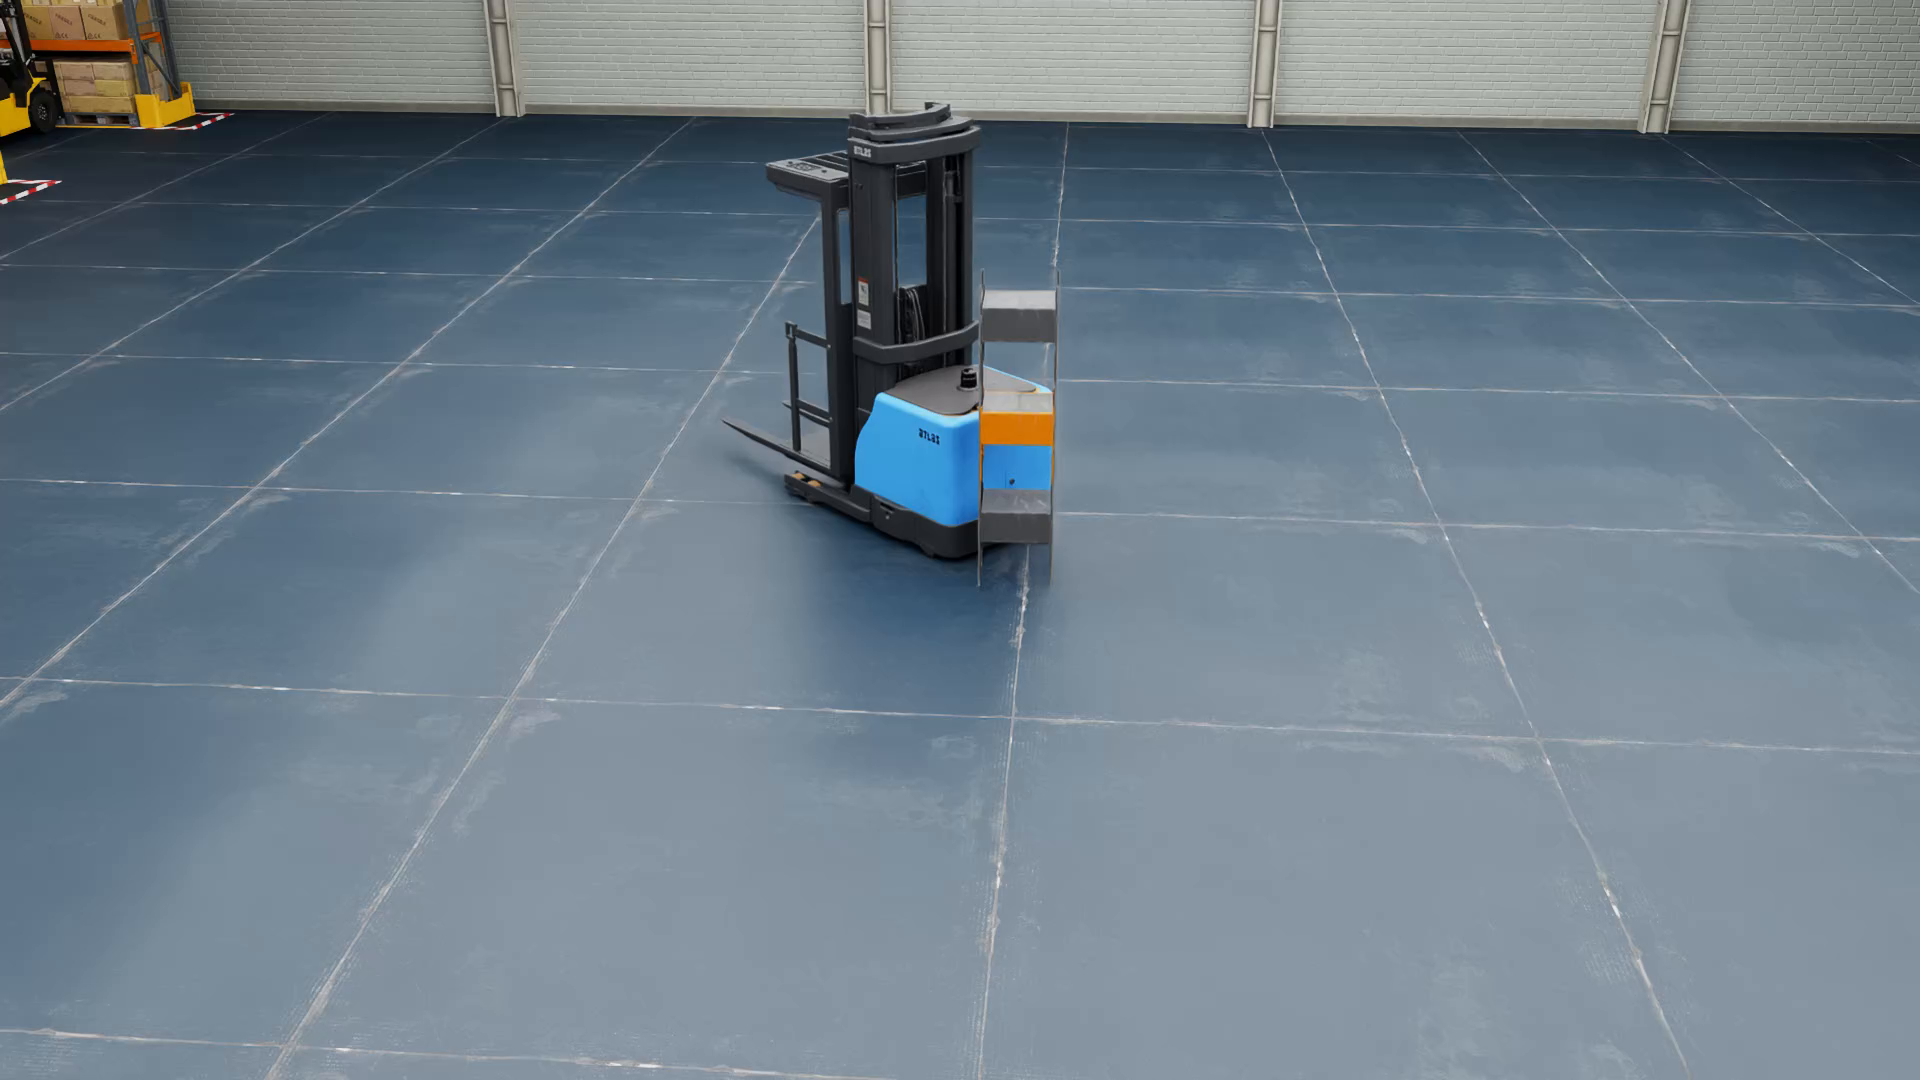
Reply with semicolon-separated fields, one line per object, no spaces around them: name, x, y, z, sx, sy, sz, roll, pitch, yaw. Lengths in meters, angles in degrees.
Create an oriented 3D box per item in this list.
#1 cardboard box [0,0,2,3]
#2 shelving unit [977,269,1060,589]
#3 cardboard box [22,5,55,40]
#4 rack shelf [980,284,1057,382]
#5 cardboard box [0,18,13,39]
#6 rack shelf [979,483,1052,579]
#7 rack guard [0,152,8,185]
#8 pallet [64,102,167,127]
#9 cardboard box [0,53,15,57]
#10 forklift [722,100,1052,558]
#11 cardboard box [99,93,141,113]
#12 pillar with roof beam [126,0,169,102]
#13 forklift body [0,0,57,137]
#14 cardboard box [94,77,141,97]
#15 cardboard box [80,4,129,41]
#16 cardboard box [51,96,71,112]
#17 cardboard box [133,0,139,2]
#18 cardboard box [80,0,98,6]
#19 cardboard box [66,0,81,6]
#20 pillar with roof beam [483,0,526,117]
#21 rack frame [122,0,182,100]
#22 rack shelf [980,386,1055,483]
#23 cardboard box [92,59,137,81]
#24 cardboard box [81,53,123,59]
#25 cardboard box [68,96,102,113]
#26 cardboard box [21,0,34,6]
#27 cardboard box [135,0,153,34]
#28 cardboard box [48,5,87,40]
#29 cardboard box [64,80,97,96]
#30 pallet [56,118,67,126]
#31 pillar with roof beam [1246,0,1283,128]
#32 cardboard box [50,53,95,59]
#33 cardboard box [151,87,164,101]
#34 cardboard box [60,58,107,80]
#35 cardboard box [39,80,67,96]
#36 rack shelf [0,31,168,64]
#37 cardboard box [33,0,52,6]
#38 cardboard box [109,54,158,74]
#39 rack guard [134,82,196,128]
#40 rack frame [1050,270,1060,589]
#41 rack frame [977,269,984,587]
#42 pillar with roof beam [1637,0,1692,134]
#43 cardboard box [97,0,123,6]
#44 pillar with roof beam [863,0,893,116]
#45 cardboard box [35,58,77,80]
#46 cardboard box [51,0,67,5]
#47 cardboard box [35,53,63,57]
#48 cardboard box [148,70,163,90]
cardboard box;-14.771;-8.331;25.582;0.250;0.149;0.380;1;25;3
shelving unit;0.380;-0.712;10.996;0.503;2.100;0.431;1;25;3
cardboard box;-14.159;-8.029;25.702;0.500;0.500;0.500;1;25;3
rack shelf;0.380;-1.335;10.709;0.480;0.518;0.431;1;25;3
cardboard box;-14.661;-8.040;25.727;0.500;0.500;0.500;2;25;4
rack shelf;0.380;-0.063;11.294;0.480;0.518;0.431;1;25;3
rack guard;-13.073;-4.838;21.878;0.348;0.500;1.175;2;25;4
pallet;-13.386;-6.781;26.445;1.213;0.211;1.003;2;25;4
cardboard box;-15.094;-7.597;26.475;0.500;0.250;0.500;2;25;4
forklift;-0.687;-1.740;12.236;1.130;2.935;3.031;-21;32;-37
cardboard box;-13.113;-6.865;26.080;0.500;0.250;0.500;2;25;4
pillar with roof beam;-13.575;-9.369;21.558;0.400;9.000;9.100;2;25;4
forklift body;-14.651;-6.955;24.504;1.214;2.155;2.313;2;25;4
cardboard box;-13.130;-7.094;25.980;0.500;0.250;0.500;2;25;3
cardboard box;-13.131;-7.992;25.622;0.500;0.500;0.500;1;25;3
cardboard box;-14.106;-6.905;26.166;0.500;0.250;0.500;2;25;5
cardboard box;-12.939;-8.499;25.949;0.250;0.149;0.380;1;25;3
cardboard box;-13.245;-8.271;25.451;0.250;0.149;0.380;2;25;5
cardboard box;-13.499;-8.304;25.525;0.250;0.149;0.380;2;25;5
pillar with roof beam;-7.593;-9.177;21.141;0.400;9.000;9.100;2;25;4
rack frame;-12.621;-8.040;25.847;0.127;3.000;1.000;2;25;4
rack shelf;0.380;-0.699;11.001;0.480;0.518;0.431;1;25;3
cardboard box;-13.104;-7.321;25.874;0.500;0.250;0.500;3;25;6
cardboard box;-13.584;-7.545;26.361;0.500;0.250;0.500;2;25;4
cardboard box;-13.608;-6.885;26.123;0.500;0.250;0.500;2;25;4
cardboard box;-14.269;-8.306;25.528;0.250;0.149;0.380;2;25;4
cardboard box;-13.093;-8.217;26.112;0.500;0.500;0.500;3;25;6
cardboard box;-13.648;-8.013;25.667;0.500;0.500;0.500;3;25;6
cardboard box;-13.629;-7.115;26.025;0.500;0.250;0.500;2;25;3
pallet;-14.599;-6.821;26.532;1.213;0.211;1.003;2;25;4
pillar with roof beam;4.372;-8.793;20.306;0.400;9.000;9.100;2;25;4
cardboard box;-14.082;-7.565;26.405;0.500;0.250;0.500;2;25;4
cardboard box;-13.095;-7.079;26.545;0.500;0.250;0.500;2;25;4
cardboard box;-13.613;-7.335;25.904;0.500;0.250;0.500;2;25;5
cardboard box;-14.145;-7.123;26.041;0.500;0.250;0.500;1;25;3
rack shelf;-14.615;-7.778;26.136;4.000;0.370;1.077;2;25;4
cardboard box;-14.015;-8.306;25.528;0.250;0.149;0.380;1;25;2
cardboard box;-13.085;-7.531;26.330;0.500;0.250;0.500;1;25;3
rack guard;-12.597;-6.904;26.368;0.348;0.500;1.175;2;25;4
rack frame;0.624;-0.706;10.984;0.015;2.100;0.400;1;25;3
rack frame;0.137;-0.717;11.007;0.015;2.100;0.400;1;25;3
pillar with roof beam;10.354;-8.601;19.889;0.400;9.000;9.100;2;25;4
cardboard box;-12.988;-8.275;25.461;0.250;0.149;0.380;2;25;5
pillar with roof beam;-1.611;-8.985;20.724;0.400;9.000;9.100;2;25;4
cardboard box;-14.117;-7.347;25.930;0.500;0.250;0.500;2;25;5
cardboard box;-13.745;-8.317;25.552;0.250;0.149;0.380;2;25;4
cardboard box;-14.592;-7.585;26.447;0.500;0.250;0.500;1;25;3
cardboard box;-13.073;-7.311;26.450;0.500;0.250;0.500;2;25;5
